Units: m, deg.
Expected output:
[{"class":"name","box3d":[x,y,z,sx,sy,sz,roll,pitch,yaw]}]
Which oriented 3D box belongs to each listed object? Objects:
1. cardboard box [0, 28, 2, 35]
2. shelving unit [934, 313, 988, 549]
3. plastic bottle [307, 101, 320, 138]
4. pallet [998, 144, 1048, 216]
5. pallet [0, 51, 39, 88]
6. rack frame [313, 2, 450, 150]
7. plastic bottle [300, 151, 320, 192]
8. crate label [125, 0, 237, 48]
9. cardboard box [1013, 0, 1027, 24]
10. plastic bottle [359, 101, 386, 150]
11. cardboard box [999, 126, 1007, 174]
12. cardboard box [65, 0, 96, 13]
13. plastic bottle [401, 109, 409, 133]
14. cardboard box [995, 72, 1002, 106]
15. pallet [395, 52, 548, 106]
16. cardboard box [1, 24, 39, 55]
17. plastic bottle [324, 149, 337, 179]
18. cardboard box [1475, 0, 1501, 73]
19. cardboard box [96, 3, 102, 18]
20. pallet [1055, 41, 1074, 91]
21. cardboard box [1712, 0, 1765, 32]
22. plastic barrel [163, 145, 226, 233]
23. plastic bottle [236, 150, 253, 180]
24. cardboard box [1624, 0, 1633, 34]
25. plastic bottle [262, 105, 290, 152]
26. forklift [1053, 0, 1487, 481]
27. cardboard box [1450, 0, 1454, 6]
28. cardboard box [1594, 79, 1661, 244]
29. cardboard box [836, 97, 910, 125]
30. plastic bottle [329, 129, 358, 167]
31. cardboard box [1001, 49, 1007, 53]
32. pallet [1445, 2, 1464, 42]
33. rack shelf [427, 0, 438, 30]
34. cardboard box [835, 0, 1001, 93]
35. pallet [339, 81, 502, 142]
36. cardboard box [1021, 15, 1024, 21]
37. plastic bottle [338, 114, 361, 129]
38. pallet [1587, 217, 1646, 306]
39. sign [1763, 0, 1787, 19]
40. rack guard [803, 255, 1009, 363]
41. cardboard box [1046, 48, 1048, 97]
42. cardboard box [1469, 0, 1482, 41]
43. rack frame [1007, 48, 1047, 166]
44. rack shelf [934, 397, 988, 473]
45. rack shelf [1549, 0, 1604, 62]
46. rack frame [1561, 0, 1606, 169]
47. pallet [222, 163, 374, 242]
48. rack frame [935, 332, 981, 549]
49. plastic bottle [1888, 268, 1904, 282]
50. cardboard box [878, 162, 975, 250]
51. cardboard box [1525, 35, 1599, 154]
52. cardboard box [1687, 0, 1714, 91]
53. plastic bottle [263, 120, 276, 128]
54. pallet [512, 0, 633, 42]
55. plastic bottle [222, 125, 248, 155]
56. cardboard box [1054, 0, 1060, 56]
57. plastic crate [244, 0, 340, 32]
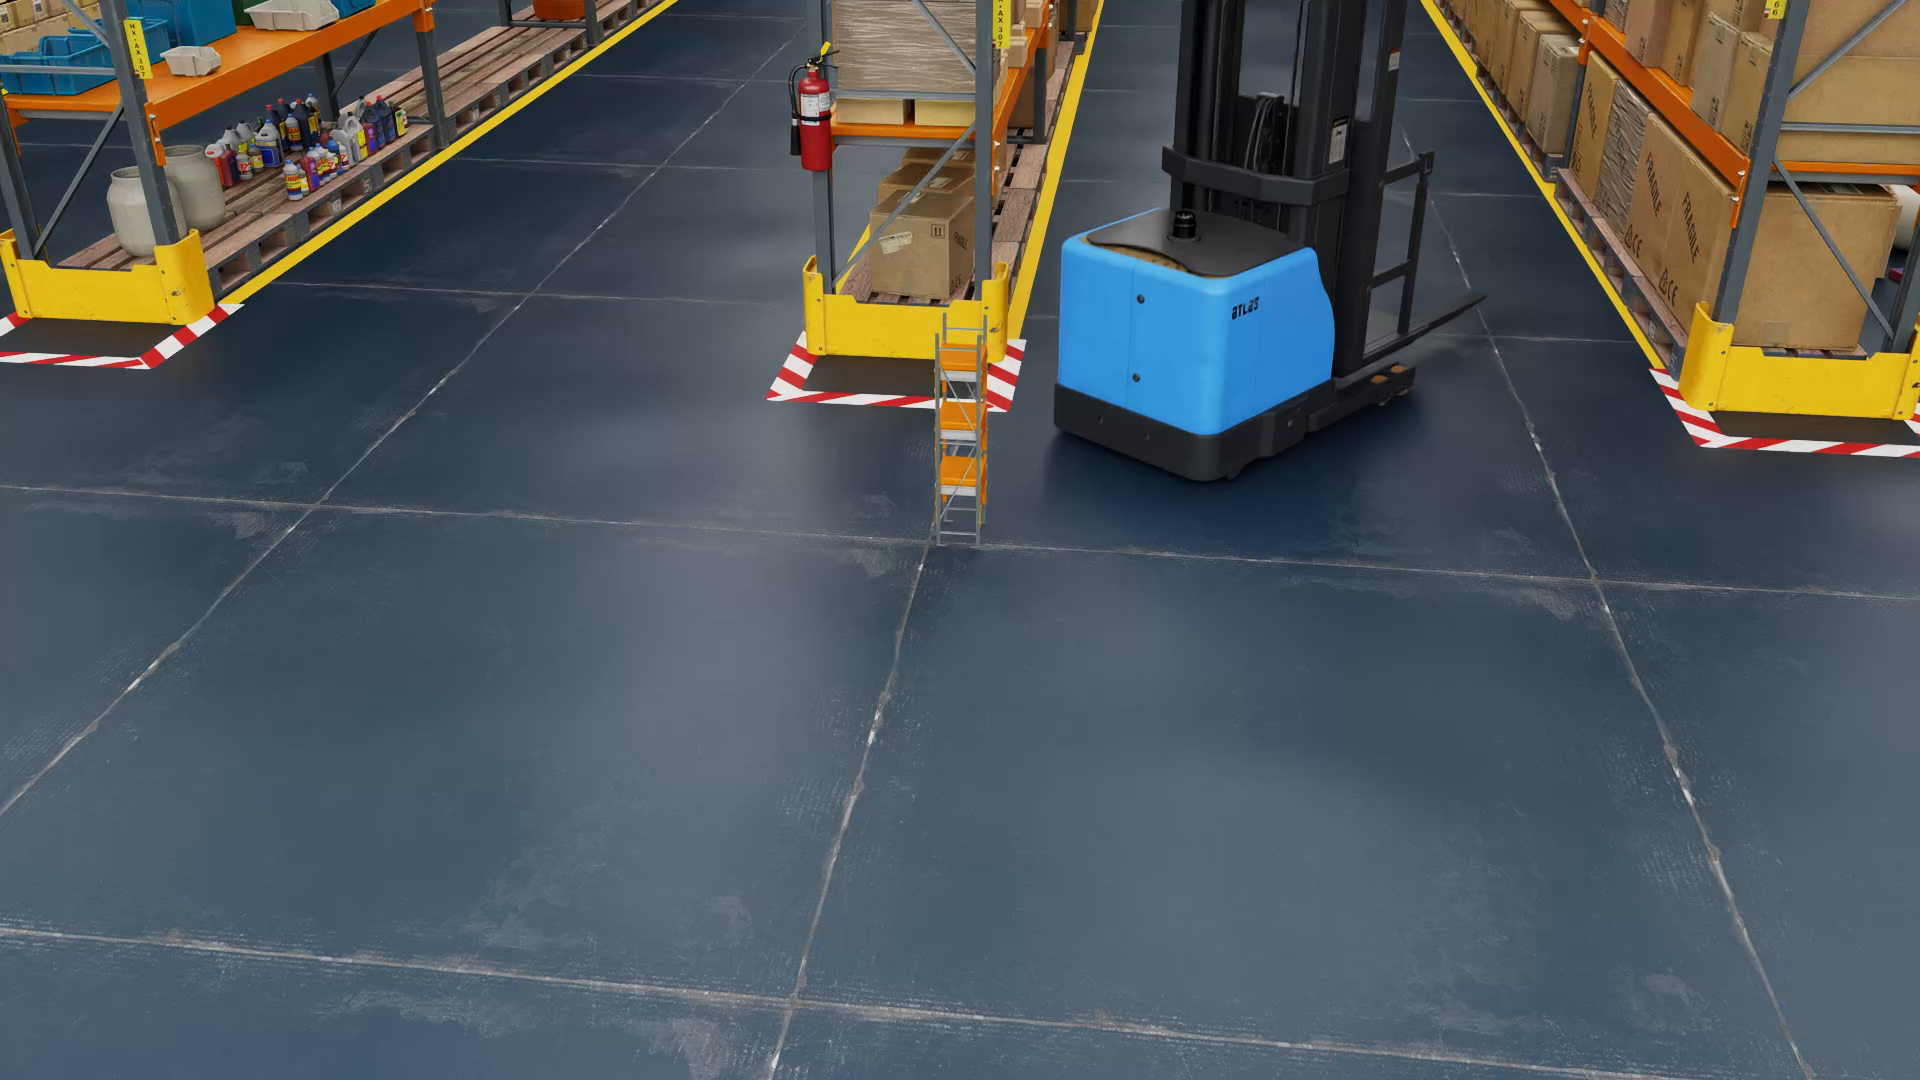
[{"class":"cardboard box","box3d":[-9.236,-4.765,15.297,0.500,0.311,0.500,2,28,5]},{"class":"shelving unit","box3d":[0.007,-0.487,7.548,0.215,1.050,0.252,3,28,6]},{"class":"plastic bottle","box3d":[-5.127,-3.309,13.129,0.061,0.283,0.133,3,28,6]},{"class":"pallet","box3d":[0.122,-2.761,12.653,1.003,0.211,1.213,3,28,6]},{"class":"pallet","box3d":[-9.464,-4.582,16.032,1.003,0.211,1.213,3,28,6]},{"class":"rack frame","box3d":[-4.747,-4.595,13.117,1.000,3.000,0.127,3,28,6]},{"class":"plastic bottle","box3d":[-4.659,-2.651,11.908,0.061,0.283,0.133,4,29,7]},{"class":"crate label","box3d":[-5.280,-3.610,11.251,0.502,0.435,0.616,3,28,6]},{"class":"cardboard box","box3d":[-0.005,-3.799,11.221,0.875,0.500,0.500,3,28,6]},{"class":"plastic bottle","box3d":[-4.563,-3.212,12.879,0.144,0.351,0.185,2,28,4]},{"class":"cardboard box","box3d":[0.018,-2.936,12.229,0.500,0.500,0.500,13,31,22]},{"class":"cardboard box","box3d":[-9.049,-5.483,16.630,0.500,0.311,0.500,3,28,5]},{"class":"plastic bottle","box3d":[-4.482,-3.368,13.325,0.097,0.201,0.097,0,28,0]},{"class":"cardboard box","box3d":[0.046,-2.667,9.803,0.380,0.149,0.250,3,28,6]},{"class":"pallet","box3d":[-4.542,-4.315,15.537,1.003,0.211,1.213,3,28,6]},{"class":"cardboard box","box3d":[-9.179,-4.758,15.876,0.500,0.250,0.500,4,29,7]},{"class":"plastic bottle","box3d":[-4.639,-2.764,12.205,0.097,0.201,0.097,0,28,0]},{"class":"cardboard box","box3d":[5.405,-4.767,15.366,1.050,0.750,0.750,3,28,6]},{"class":"cardboard box","box3d":[-8.994,-5.480,17.216,0.500,0.250,0.500,4,29,7]},{"class":"pallet","box3d":[0.562,-4.595,16.056,1.003,0.211,1.213,3,28,6]},{"class":"cardboard box","box3d":[4.649,-3.067,8.983,0.875,0.550,0.550,3,28,6]},{"class":"plastic barrel","box3d":[-5.171,-2.352,11.133,0.421,0.512,0.421,0,28,0]},{"class":"plastic bottle","box3d":[-5.246,-2.748,12.174,0.097,0.201,0.097,0,28,0]},{"class":"cardboard box","box3d":[5.001,-3.603,11.117,0.875,0.550,0.550,3,28,6]},{"class":"plastic bottle","box3d":[-5.280,-3.178,12.815,0.144,0.351,0.185,2,28,4]},{"class":"forklift","box3d":[1.883,-2.179,8.704,1.130,2.935,3.031,25,37,38]},{"class":"cardboard box","box3d":[5.592,-5.993,17.903,0.500,0.500,0.500,4,29,7]},{"class":"cardboard box","box3d":[4.826,-2.504,11.033,0.875,0.875,0.875,4,29,7]},{"class":"cardboard box","box3d":[-0.491,-2.460,9.418,0.380,0.149,0.250,3,28,6]},{"class":"plastic bottle","box3d":[-4.626,-2.951,12.473,0.152,0.276,0.135,4,29,7]},{"class":"cardboard box","box3d":[0.097,-3.023,10.463,0.380,0.149,0.250,3,28,6]},{"class":"pallet","box3d":[5.819,-5.567,17.861,1.003,0.211,1.213,3,28,6]},{"class":"rack shelf","box3d":[-4.502,-5.220,15.035,1.077,0.370,4.000,3,28,6]},{"class":"cardboard box","box3d":[-0.226,-2.857,9.471,0.875,0.500,0.500,3,28,6]},{"class":"pallet","box3d":[-4.689,-3.739,14.468,1.003,0.211,1.213,3,28,6]},{"class":"cardboard box","box3d":[0.232,-3.493,11.336,0.380,0.149,0.250,3,28,6]},{"class":"plastic bottle","box3d":[-4.713,-3.176,12.891,0.152,0.276,0.135,3,28,6]},{"class":"pallet","box3d":[4.761,-1.814,10.895,1.003,0.211,1.213,3,28,6]},{"class":"sign","box3d":[4.052,-2.741,8.204,0.100,0.325,0.005,3,28,6]},{"class":"rack guard","box3d":[-0.312,-1.360,9.747,1.175,0.500,0.348,3,28,6]},{"class":"cardboard box","box3d":[0.411,-4.175,14.509,0.700,0.500,0.500,1,28,2]},{"class":"cardboard box","box3d":[5.391,-5.264,16.550,0.500,0.500,0.500,3,28,6]},{"class":"rack frame","box3d":[0.169,-4.307,12.582,1.000,3.000,0.127,3,28,6]},{"class":"rack shelf","box3d":[0.007,-0.478,7.553,0.215,0.259,0.240,3,28,6]},{"class":"rack shelf","box3d":[5.324,-4.596,13.877,1.077,0.370,4.000,3,28,6]},{"class":"rack frame","box3d":[5.079,-3.971,11.959,1.000,3.000,0.127,3,28,6]},{"class":"pallet","box3d":[-5.017,-2.478,12.127,1.003,0.211,1.213,3,28,6]},{"class":"rack frame","box3d":[-0.008,-0.430,7.441,0.200,1.050,0.008,3,28,6]},{"class":"plastic bottle","box3d":[6.271,-1.748,10.929,0.283,0.061,0.133,-6,29,-11]},{"class":"cardboard box","box3d":[-0.189,-2.085,10.650,0.500,0.500,0.500,11,30,19]},{"class":"cardboard box","box3d":[5.066,-3.463,12.945,1.050,0.750,0.750,3,28,6]},{"class":"cardboard box","box3d":[4.829,-2.848,9.716,0.875,0.550,0.550,3,28,6]},{"class":"plastic bottle","box3d":[-5.261,-3.071,12.701,0.097,0.271,0.097,0,28,0]},{"class":"pallet","box3d":[-4.201,-5.624,17.966,1.003,0.211,1.213,3,28,6]},{"class":"plastic bottle","box3d":[-5.355,-2.890,12.281,0.144,0.351,0.185,5,29,8]},{"class":"cardboard box","box3d":[0.597,-4.967,15.978,0.700,0.500,0.500,2,28,4]},{"class":"plastic crate","box3d":[-4.694,-3.700,11.733,0.530,0.136,0.437,3,28,6]}]
